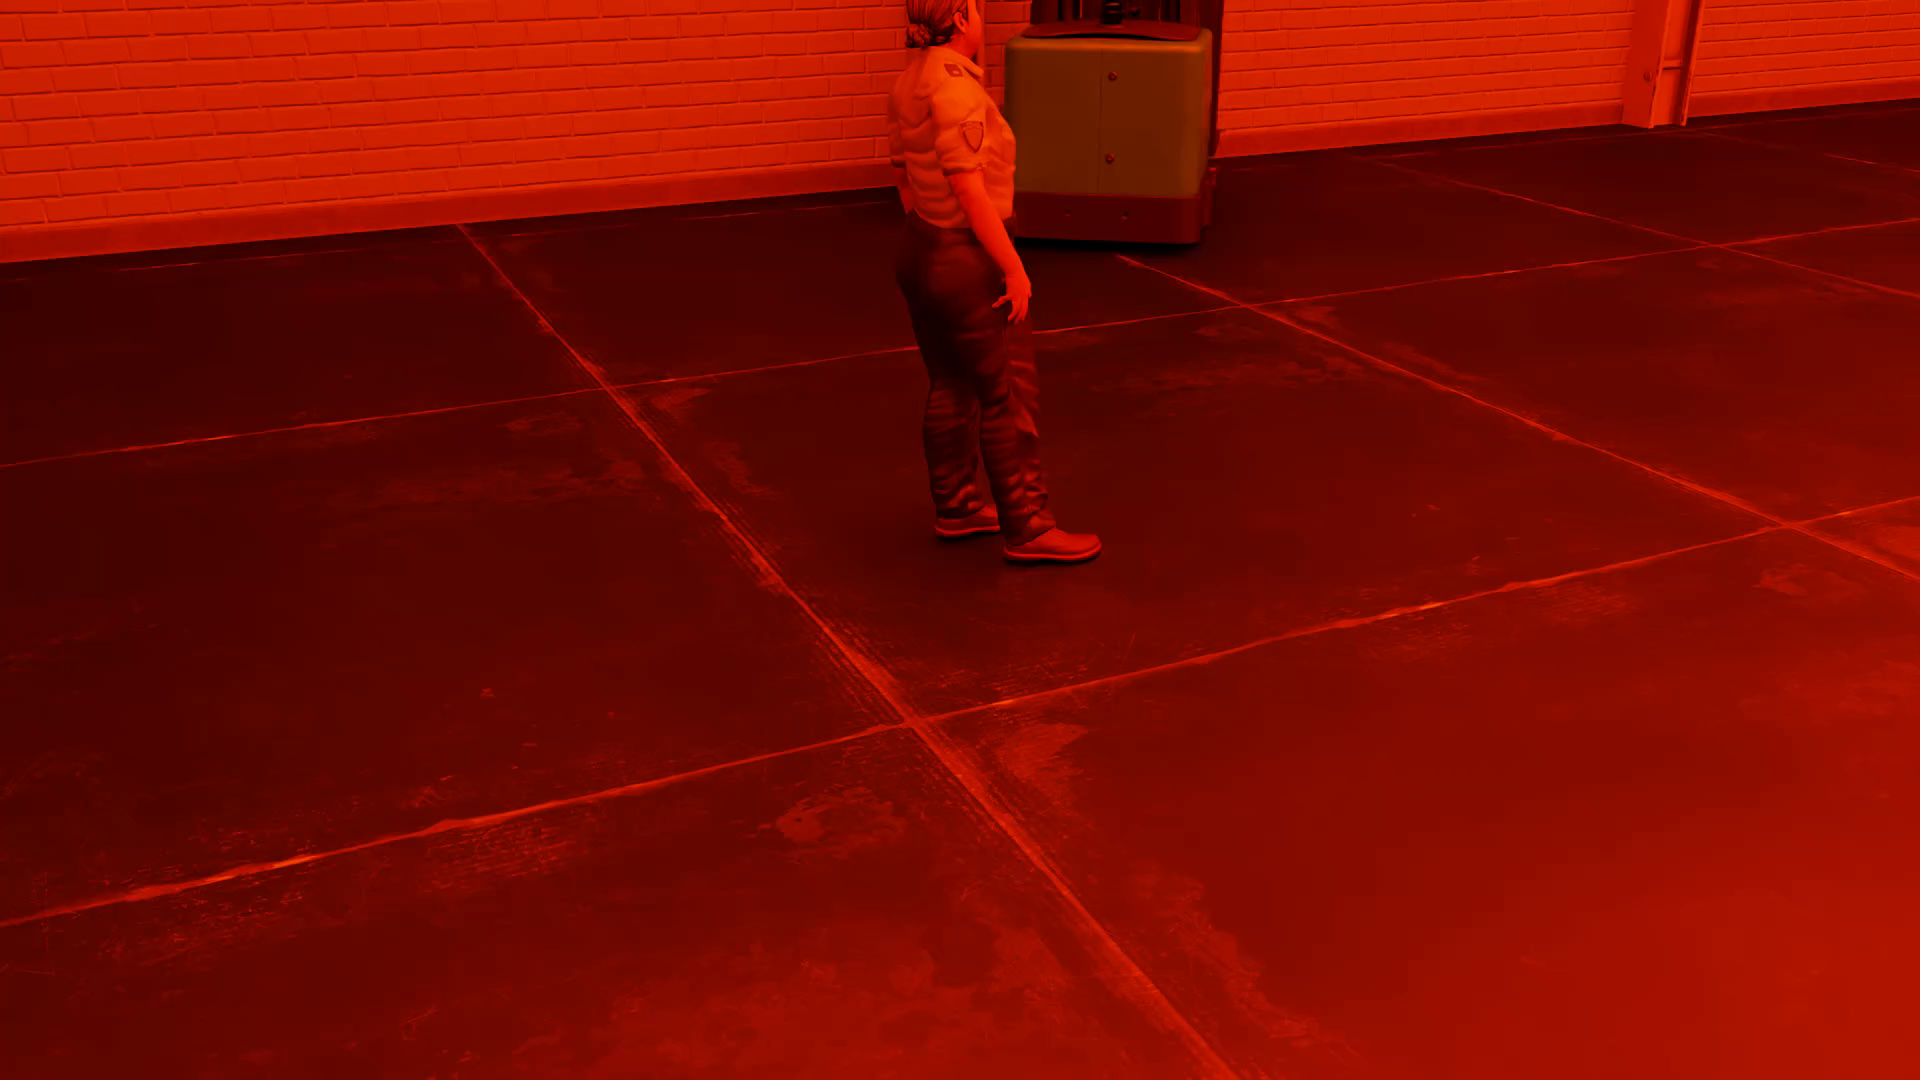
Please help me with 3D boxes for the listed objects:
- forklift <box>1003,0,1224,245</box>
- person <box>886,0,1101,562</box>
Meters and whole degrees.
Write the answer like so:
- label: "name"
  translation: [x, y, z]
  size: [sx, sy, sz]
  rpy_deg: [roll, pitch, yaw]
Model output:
- label: "forklift"
  translation: [0.990, -3.419, 9.517]
  size: [1.130, 2.935, 3.031]
  rpy_deg: [4, 23, 10]
- label: "person"
  translation: [0.092, -0.774, 4.804]
  size: [0.502, 1.651, 0.598]
  rpy_deg: [-10, 25, -23]
